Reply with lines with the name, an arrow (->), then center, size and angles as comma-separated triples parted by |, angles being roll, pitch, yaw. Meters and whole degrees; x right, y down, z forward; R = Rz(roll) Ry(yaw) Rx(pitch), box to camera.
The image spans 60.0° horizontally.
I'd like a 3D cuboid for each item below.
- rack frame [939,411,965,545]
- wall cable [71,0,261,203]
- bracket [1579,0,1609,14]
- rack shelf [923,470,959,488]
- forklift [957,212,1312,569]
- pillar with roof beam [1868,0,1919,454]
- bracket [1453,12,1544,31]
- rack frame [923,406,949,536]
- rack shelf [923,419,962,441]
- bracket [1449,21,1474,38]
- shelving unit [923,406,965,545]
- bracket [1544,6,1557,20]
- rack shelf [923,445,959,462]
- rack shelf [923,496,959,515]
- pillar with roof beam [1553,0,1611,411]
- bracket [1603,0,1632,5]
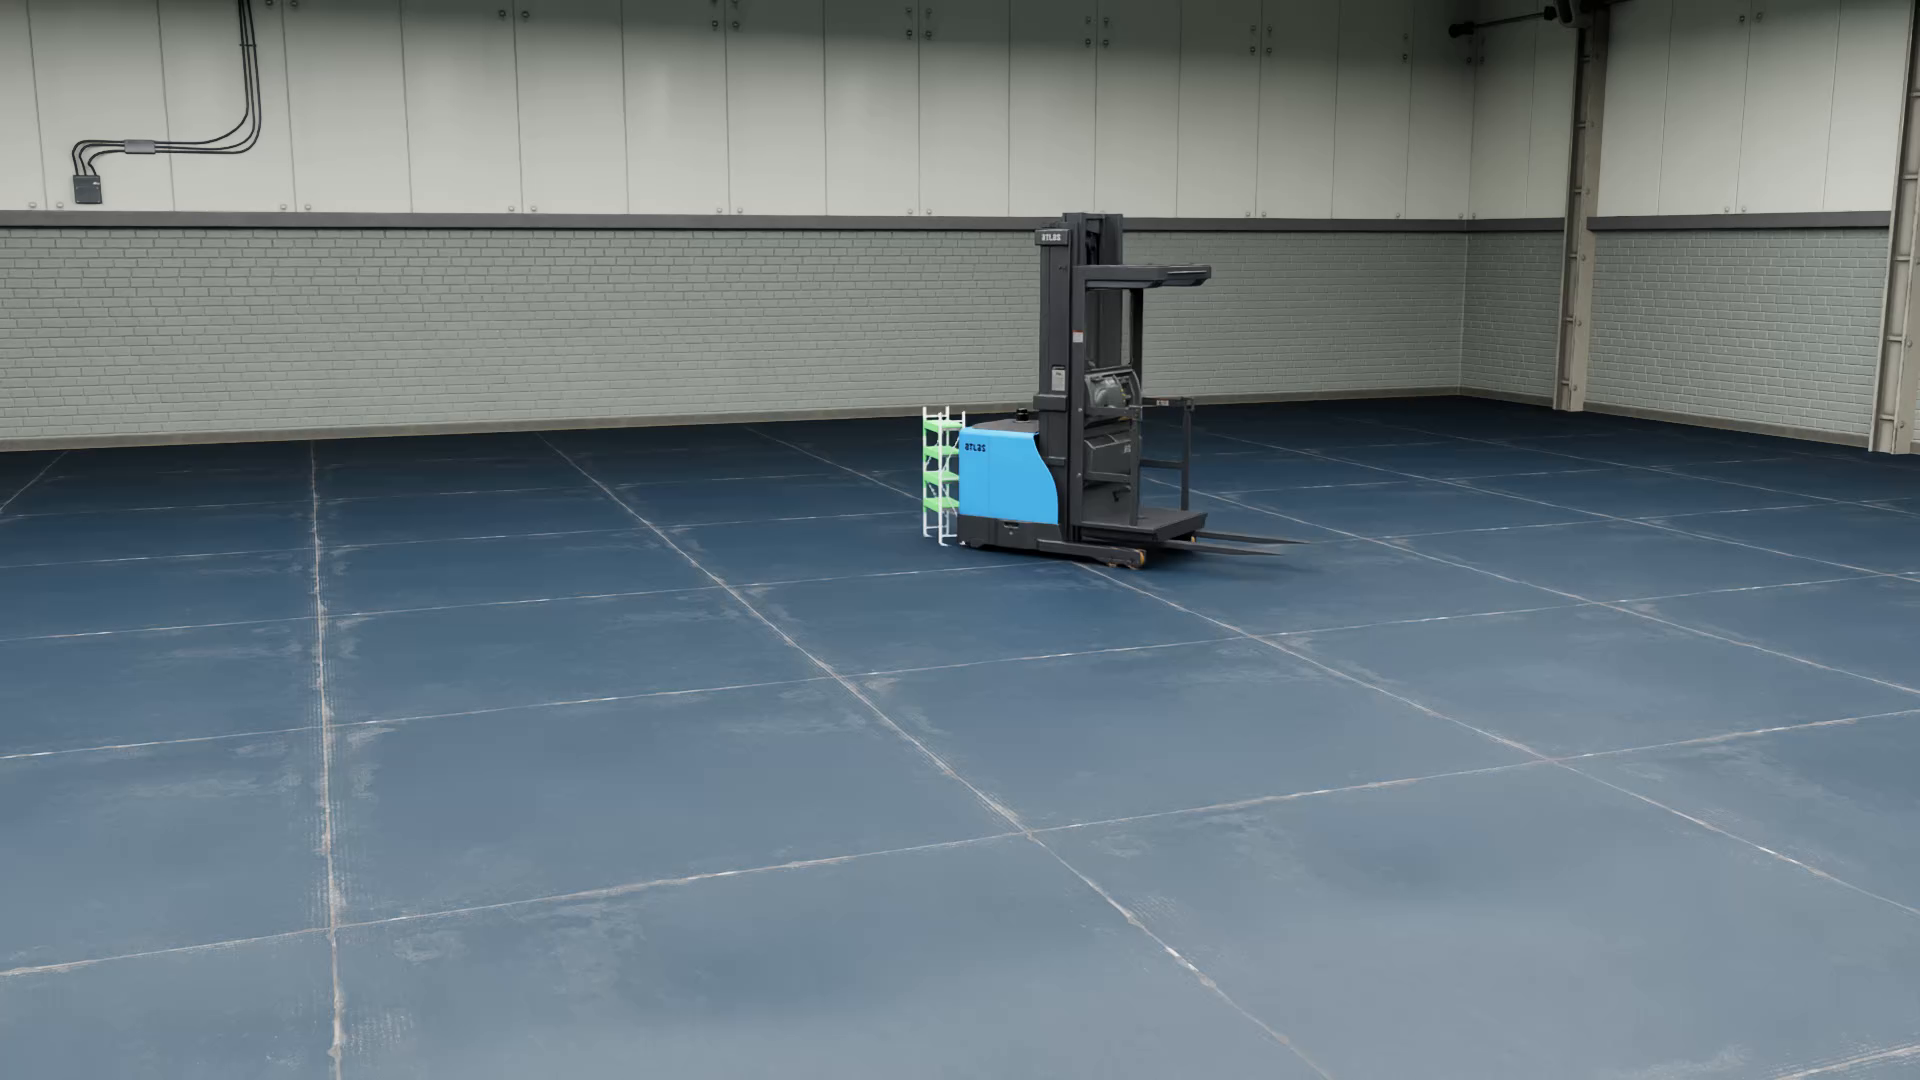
rack frame -> -0.071, -0.550, 14.914 | 0.240, 1.200, 0.015 | -3, 11, -18
wall cable -> -10.384, -7.397, 21.431 | 2.305, 6.003, 0.169 | -4, 11, -21
bracket -> 9.775, -8.239, 25.597 | 0.235, 0.232, 0.430 | -4, 11, -21
rack shelf -> -0.145, -0.527, 15.154 | 0.258, 0.148, 0.480 | -3, 11, -18
forklift -> 1.492, -1.303, 14.208 | 3.031, 2.935, 1.130 | 6, 12, 32
pillar with roof beam -> 8.118, -5.305, 19.378 | 9.100, 9.000, 0.400 | -4, 11, -21
bracket -> 8.830, -8.665, 27.991 | 0.076, 0.066, 3.189 | -4, 11, -21
rack frame -> -0.220, -0.631, 15.371 | 0.240, 1.200, 0.015 | -3, 11, -18
rack shelf -> -0.145, -1.000, 15.070 | 0.258, 0.148, 0.480 | -3, 11, -18
bracket -> 8.616, -8.762, 28.533 | 0.235, 0.232, 0.430 | -4, 11, -21
shelving unit -> -0.145, -0.590, 15.142 | 0.258, 1.200, 0.503 | -3, 11, -18
bracket -> 9.475, -8.375, 26.358 | 0.235, 0.232, 0.430 | -4, 11, -21
rack shelf -> -0.145, -0.764, 15.112 | 0.258, 0.148, 0.480 | -3, 11, -18
rack shelf -> -0.145, -0.291, 15.196 | 0.258, 0.148, 0.480 | -3, 11, -18
pillar with roof beam -> 5.943, -6.284, 24.884 | 9.100, 9.000, 0.548 | -4, 11, -21
bracket -> 10.709, -7.819, 23.232 | 0.076, 0.066, 4.783 | -4, 11, -21
